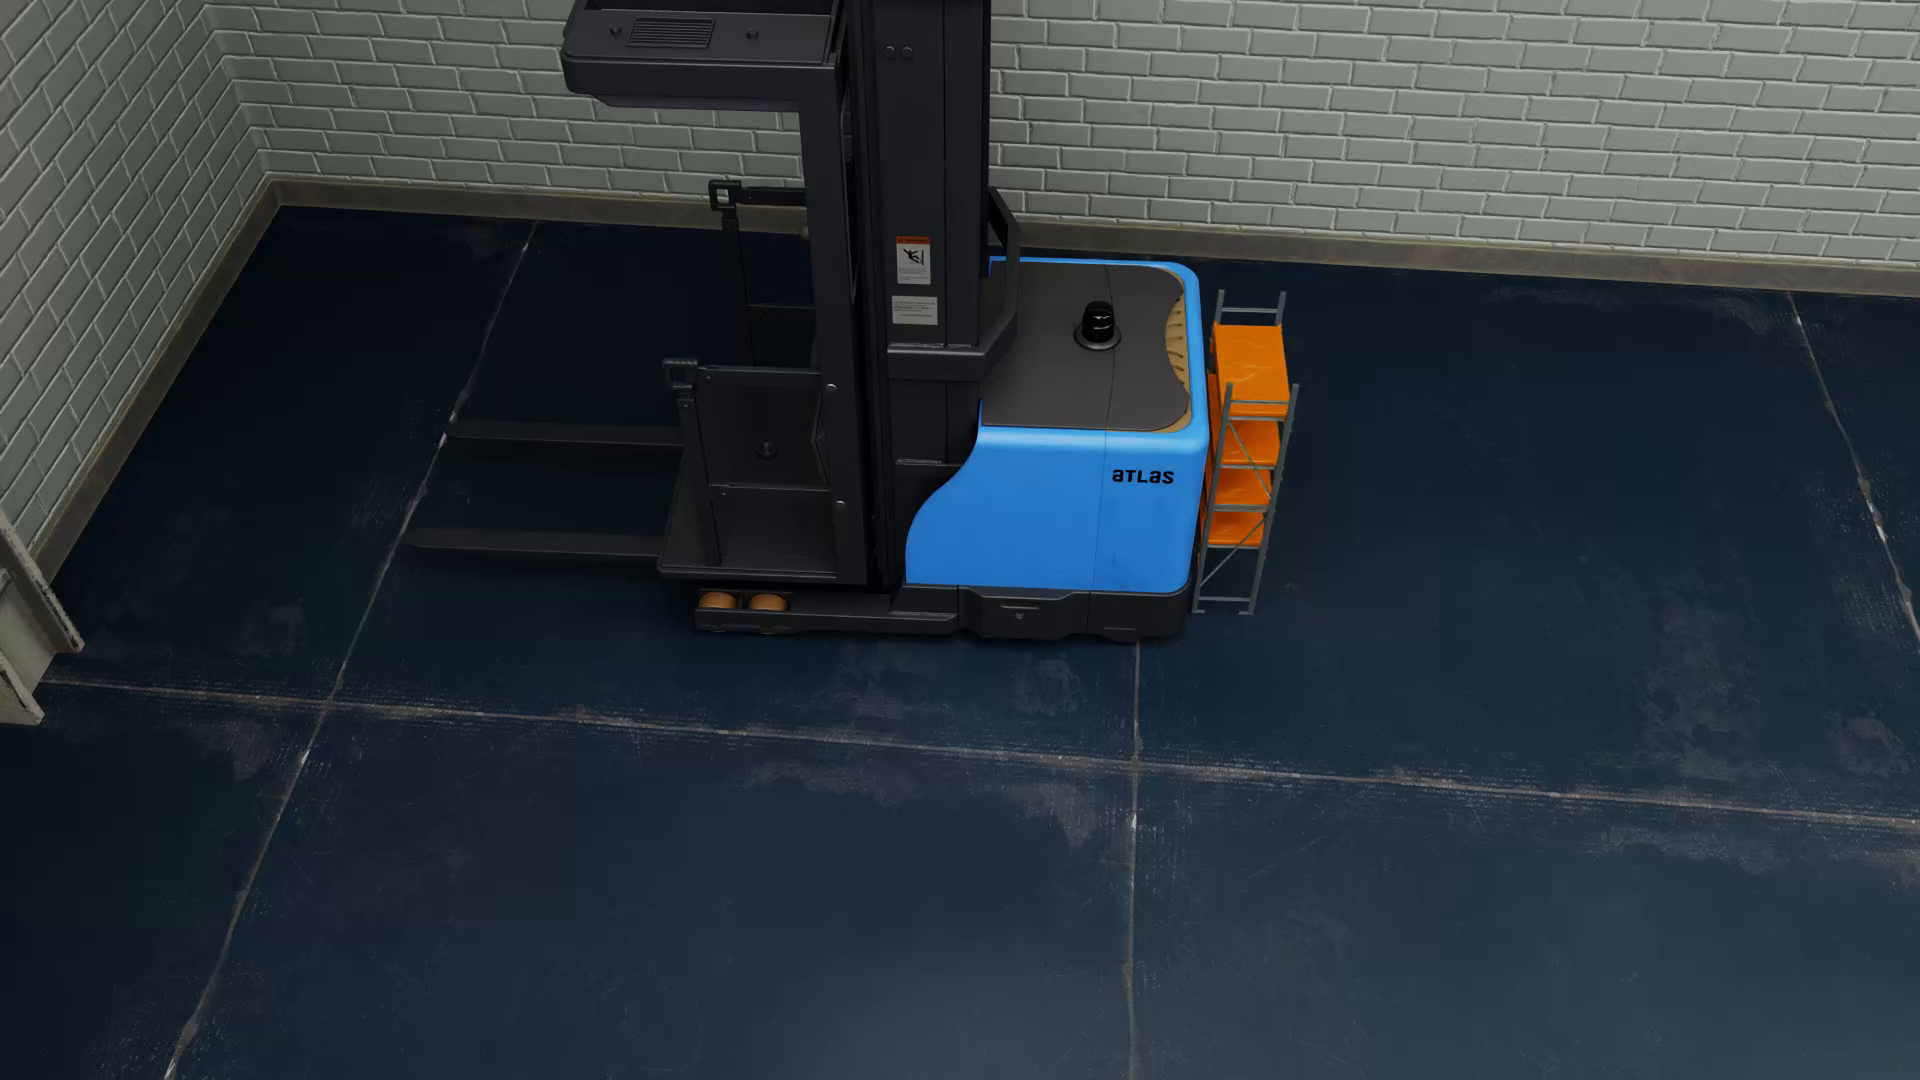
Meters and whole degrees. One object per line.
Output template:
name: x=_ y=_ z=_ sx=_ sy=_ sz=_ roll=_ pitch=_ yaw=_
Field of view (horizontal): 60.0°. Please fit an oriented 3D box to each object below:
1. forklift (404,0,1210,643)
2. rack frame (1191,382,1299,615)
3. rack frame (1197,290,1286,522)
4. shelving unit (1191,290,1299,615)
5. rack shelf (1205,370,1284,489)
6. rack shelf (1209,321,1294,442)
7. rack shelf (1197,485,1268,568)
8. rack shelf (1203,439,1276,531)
forklift: x=-0.626 y=-1.014 z=5.691 sx=3.031 sy=2.935 sz=1.130 roll=2 pitch=48 yaw=2
rack frame: x=1.022 y=-0.120 z=6.047 sx=0.240 sy=1.200 sz=0.015 roll=2 pitch=48 yaw=2
rack frame: x=1.043 y=-0.480 z=6.376 sx=0.240 sy=1.200 sz=0.015 roll=2 pitch=48 yaw=2
shelving unit: x=1.033 y=-0.300 z=6.212 sx=0.258 sy=1.200 sz=0.503 roll=2 pitch=48 yaw=2
rack shelf: x=1.033 y=-0.406 z=6.096 sx=0.258 sy=0.148 sz=0.480 roll=2 pitch=48 yaw=2
rack shelf: x=1.033 y=-0.566 z=5.922 sx=0.258 sy=0.148 sz=0.480 roll=2 pitch=48 yaw=2
rack shelf: x=1.033 y=-0.121 z=6.408 sx=0.258 sy=0.148 sz=0.480 roll=2 pitch=48 yaw=2
rack shelf: x=1.033 y=-0.255 z=6.261 sx=0.258 sy=0.148 sz=0.480 roll=2 pitch=48 yaw=2
